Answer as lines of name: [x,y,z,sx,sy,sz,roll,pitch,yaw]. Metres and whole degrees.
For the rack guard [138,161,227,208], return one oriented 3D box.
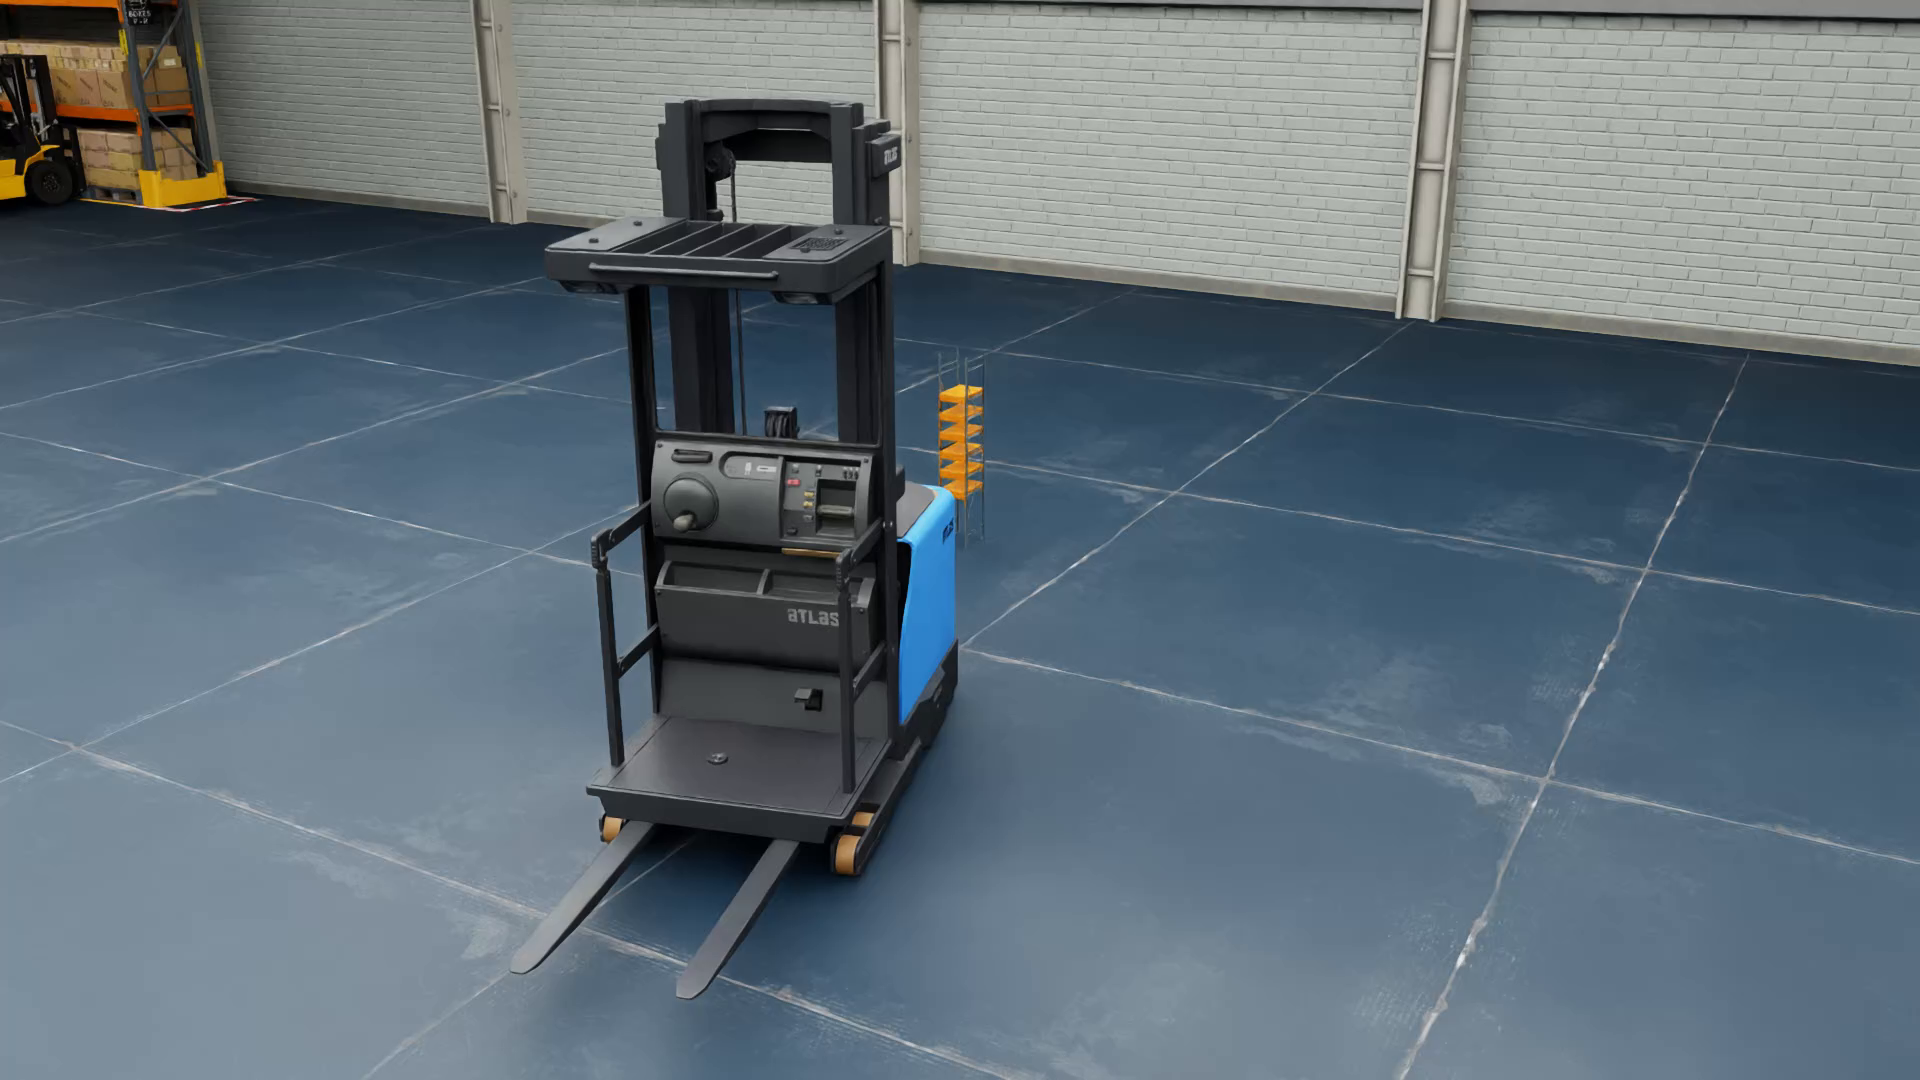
rack guard: [-10.989,-5.042,23.533,0.348,0.500,1.175,11,23,27]

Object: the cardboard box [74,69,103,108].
cardboard box: [-12.016,-6.361,23.356,0.500,0.500,0.500,12,23,29]

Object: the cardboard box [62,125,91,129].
cardboard box: [-12.896,-5.831,23.991,0.500,0.250,0.500,10,22,26]

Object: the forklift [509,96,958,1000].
forklift: [-0.856,-0.175,6.549,1.130,2.935,3.031,5,20,13]

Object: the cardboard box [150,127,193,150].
cardboard box: [-11.337,-5.733,23.720,0.500,0.250,0.500,10,22,26]

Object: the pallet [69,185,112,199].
pallet: [-12.759,-5.229,24.470,1.213,0.211,1.003,11,23,27]

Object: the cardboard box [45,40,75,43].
cardboard box: [-13.174,-7.249,24.417,0.250,0.149,0.380,10,22,26]

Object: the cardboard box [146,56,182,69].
cardboard box: [-11.179,-6.707,23.358,0.250,0.149,0.380,10,22,26]

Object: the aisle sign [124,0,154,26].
aisle sign: [-11.096,-7.345,22.403,0.004,0.787,0.394,11,23,27]

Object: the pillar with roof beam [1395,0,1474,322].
pillar with roof beam: [2.437,-5.151,11.368,0.400,9.000,9.100,11,23,27]

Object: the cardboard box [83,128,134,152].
cardboard box: [-12.012,-5.663,23.529,0.500,0.250,0.500,11,23,28]

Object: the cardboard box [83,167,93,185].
cardboard box: [-12.436,-5.282,23.944,0.500,0.250,0.500,11,23,28]

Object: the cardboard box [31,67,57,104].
cardboard box: [-12.908,-6.527,23.812,0.500,0.500,0.500,11,23,28]

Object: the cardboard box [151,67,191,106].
cardboard box: [-11.307,-6.434,23.556,0.500,0.500,0.500,12,23,29]

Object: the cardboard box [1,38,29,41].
cardboard box: [-14.076,-7.415,24.875,0.250,0.149,0.380,11,23,27]

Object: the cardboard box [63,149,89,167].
cardboard box: [-12.481,-5.515,23.855,0.500,0.250,0.500,10,22,26]

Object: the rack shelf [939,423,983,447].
rack shelf: [0.013,-0.633,10.128,0.180,0.103,0.258,11,23,27]

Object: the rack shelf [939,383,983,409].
rack shelf: [0.013,-0.858,10.046,0.180,0.103,0.258,11,23,27]

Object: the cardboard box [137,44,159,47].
cardboard box: [-11.400,-6.896,23.442,0.250,0.149,0.380,12,23,29]

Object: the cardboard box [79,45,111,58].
cardboard box: [-12.078,-6.841,23.291,0.250,0.149,0.380,11,23,28]

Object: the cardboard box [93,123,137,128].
cardboard box: [-12.206,-5.901,24.184,0.500,0.250,0.500,11,22,27]

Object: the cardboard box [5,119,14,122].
cardboard box: [-14.232,-6.088,24.699,0.500,0.250,0.500,10,22,26]

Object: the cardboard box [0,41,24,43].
cardboard box: [-13.869,-7.181,24.228,0.250,0.149,0.380,10,22,26]

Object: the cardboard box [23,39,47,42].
cardboard box: [-13.639,-7.321,24.615,0.250,0.149,0.380,11,22,27]

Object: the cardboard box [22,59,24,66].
cardboard box: [-13.248,-6.886,23.851,0.250,0.149,0.380,10,22,26]

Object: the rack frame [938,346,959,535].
rack frame: [-0.067,-0.577,10.196,0.006,1.200,0.240,11,23,27]

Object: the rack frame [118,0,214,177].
rack frame: [-11.010,-6.222,23.118,0.127,3.000,1.000,11,23,27]

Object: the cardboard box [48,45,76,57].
cardboard box: [-12.588,-6.893,23.433,0.250,0.149,0.380,11,23,28]

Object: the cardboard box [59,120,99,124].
cardboard box: [-13.093,-6.069,24.649,0.500,0.250,0.500,11,23,28]

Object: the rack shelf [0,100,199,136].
rack shelf: [-12.756,-6.216,24.157,4.000,0.370,1.077,11,23,27]

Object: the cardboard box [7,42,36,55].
cardboard box: [-13.454,-7.072,23.929,0.250,0.149,0.380,10,22,26]

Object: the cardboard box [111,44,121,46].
cardboard box: [-11.857,-6.972,23.651,0.250,0.149,0.380,11,23,28]

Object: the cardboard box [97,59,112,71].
cardboard box: [-11.687,-6.581,23.012,0.250,0.149,0.380,11,23,28]

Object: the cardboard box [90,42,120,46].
cardboard box: [-12.280,-7.081,23.953,0.250,0.149,0.380,10,22,26]

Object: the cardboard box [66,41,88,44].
cardboard box: [-12.768,-7.141,24.119,0.250,0.149,0.380,12,23,29]

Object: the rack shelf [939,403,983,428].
rack shelf: [0.013,-0.745,10.087,0.180,0.103,0.258,11,23,27]

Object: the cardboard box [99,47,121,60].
cardboard box: [-11.656,-6.742,23.018,0.250,0.149,0.380,11,23,27]

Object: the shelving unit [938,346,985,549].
shelving unit: [0.013,-0.562,10.154,0.189,1.200,0.258,11,23,27]

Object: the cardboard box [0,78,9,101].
cardboard box: [-13.779,-6.701,24.292,0.500,0.500,0.500,11,23,28]

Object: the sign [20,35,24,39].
sign: [-14.232,-7.496,25.247,0.005,0.325,0.100,11,23,27]

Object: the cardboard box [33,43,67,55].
cardboard box: [-12.979,-7.010,23.758,0.250,0.149,0.380,11,23,28]

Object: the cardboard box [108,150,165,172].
cardboard box: [-11.587,-5.349,23.396,0.500,0.250,0.500,10,22,27]

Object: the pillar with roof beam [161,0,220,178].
pillar with roof beam: [-13.277,-8.144,19.621,0.400,9.000,9.100,11,23,27]

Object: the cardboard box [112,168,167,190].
cardboard box: [-11.574,-5.110,23.471,0.500,0.250,0.500,11,23,28]

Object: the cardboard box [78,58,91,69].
cardboard box: [-12.094,-6.687,23.304,0.250,0.149,0.380,11,22,27]

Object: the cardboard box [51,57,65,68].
cardboard box: [-12.581,-6.754,23.487,0.250,0.149,0.380,11,23,28]
